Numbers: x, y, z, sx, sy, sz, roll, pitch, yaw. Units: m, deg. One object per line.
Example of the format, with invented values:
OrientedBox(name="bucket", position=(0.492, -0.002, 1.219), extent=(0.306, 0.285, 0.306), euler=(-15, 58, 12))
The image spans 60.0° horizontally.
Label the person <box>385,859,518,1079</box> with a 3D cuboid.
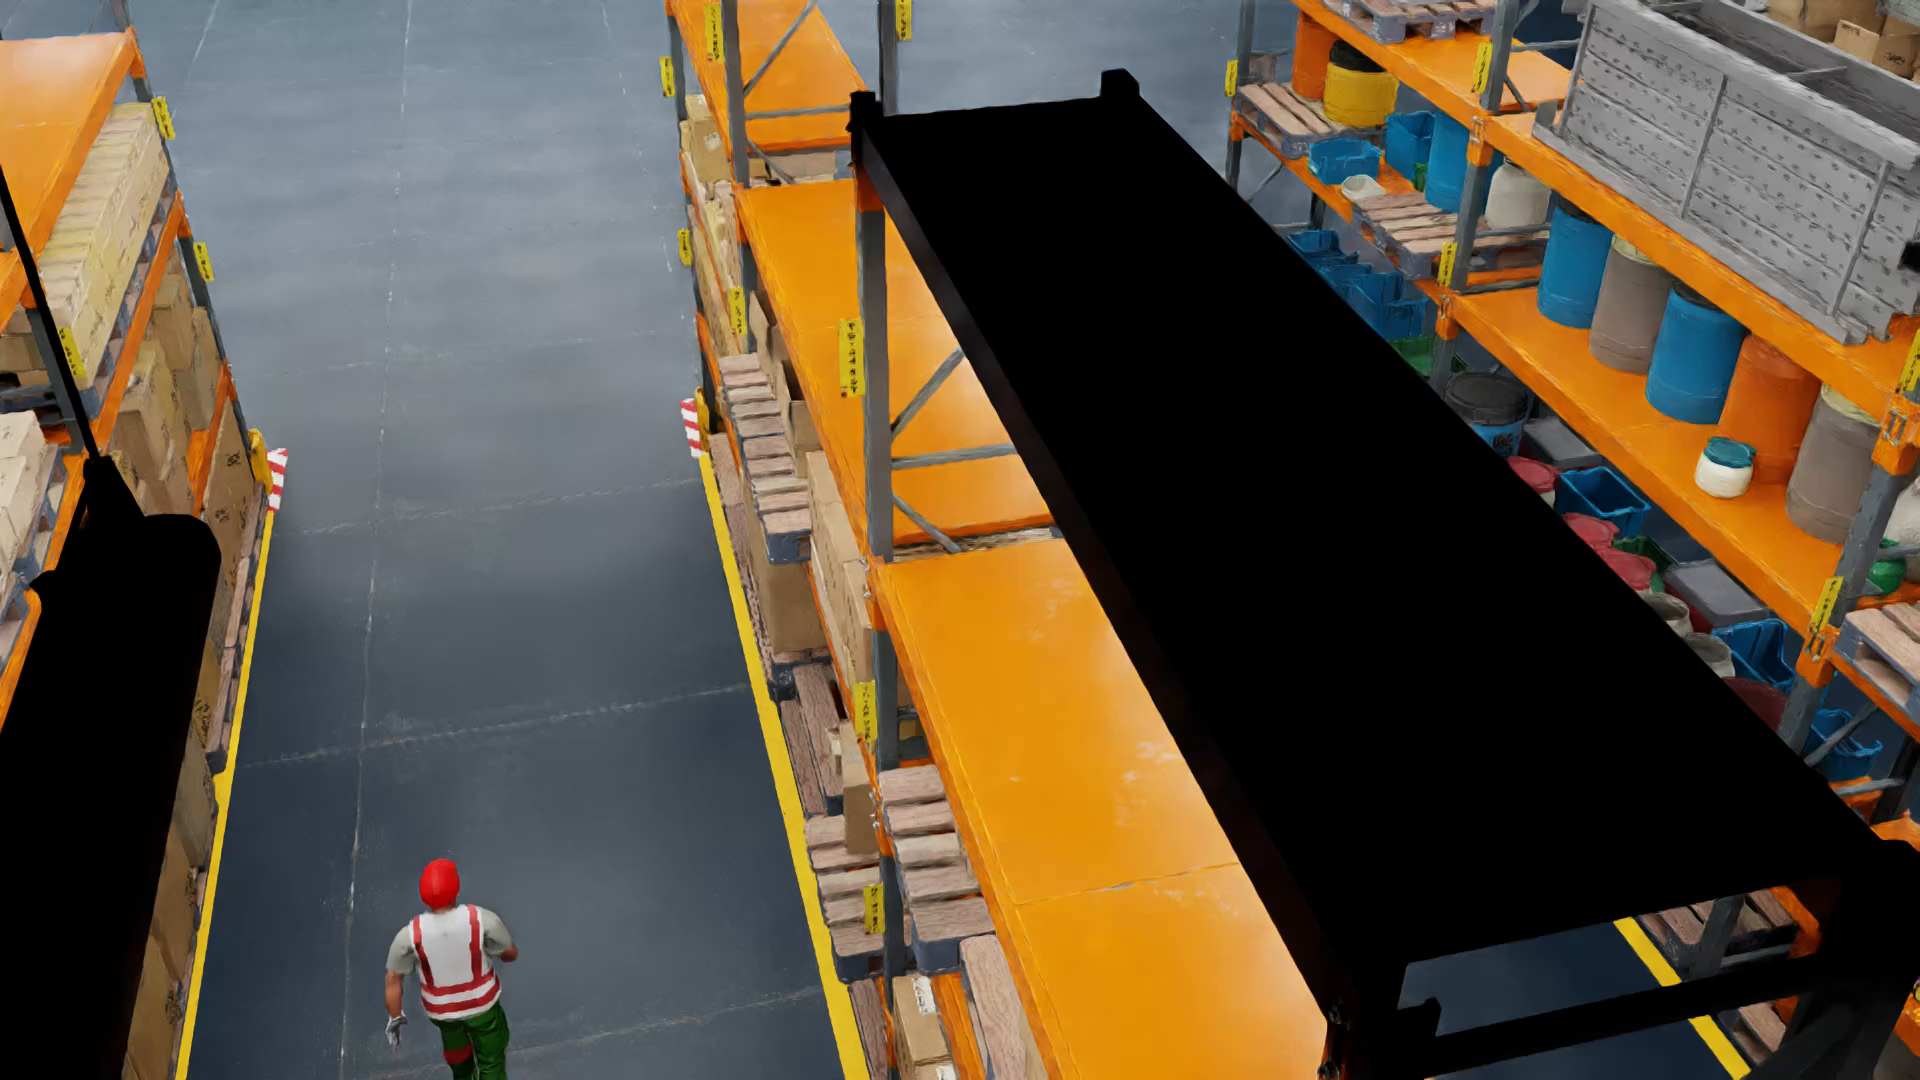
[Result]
OrientedBox(name="person", position=(-2.709, 2.458, 8.970), extent=(0.713, 1.749, 0.686), euler=(-6, 35, -9))
